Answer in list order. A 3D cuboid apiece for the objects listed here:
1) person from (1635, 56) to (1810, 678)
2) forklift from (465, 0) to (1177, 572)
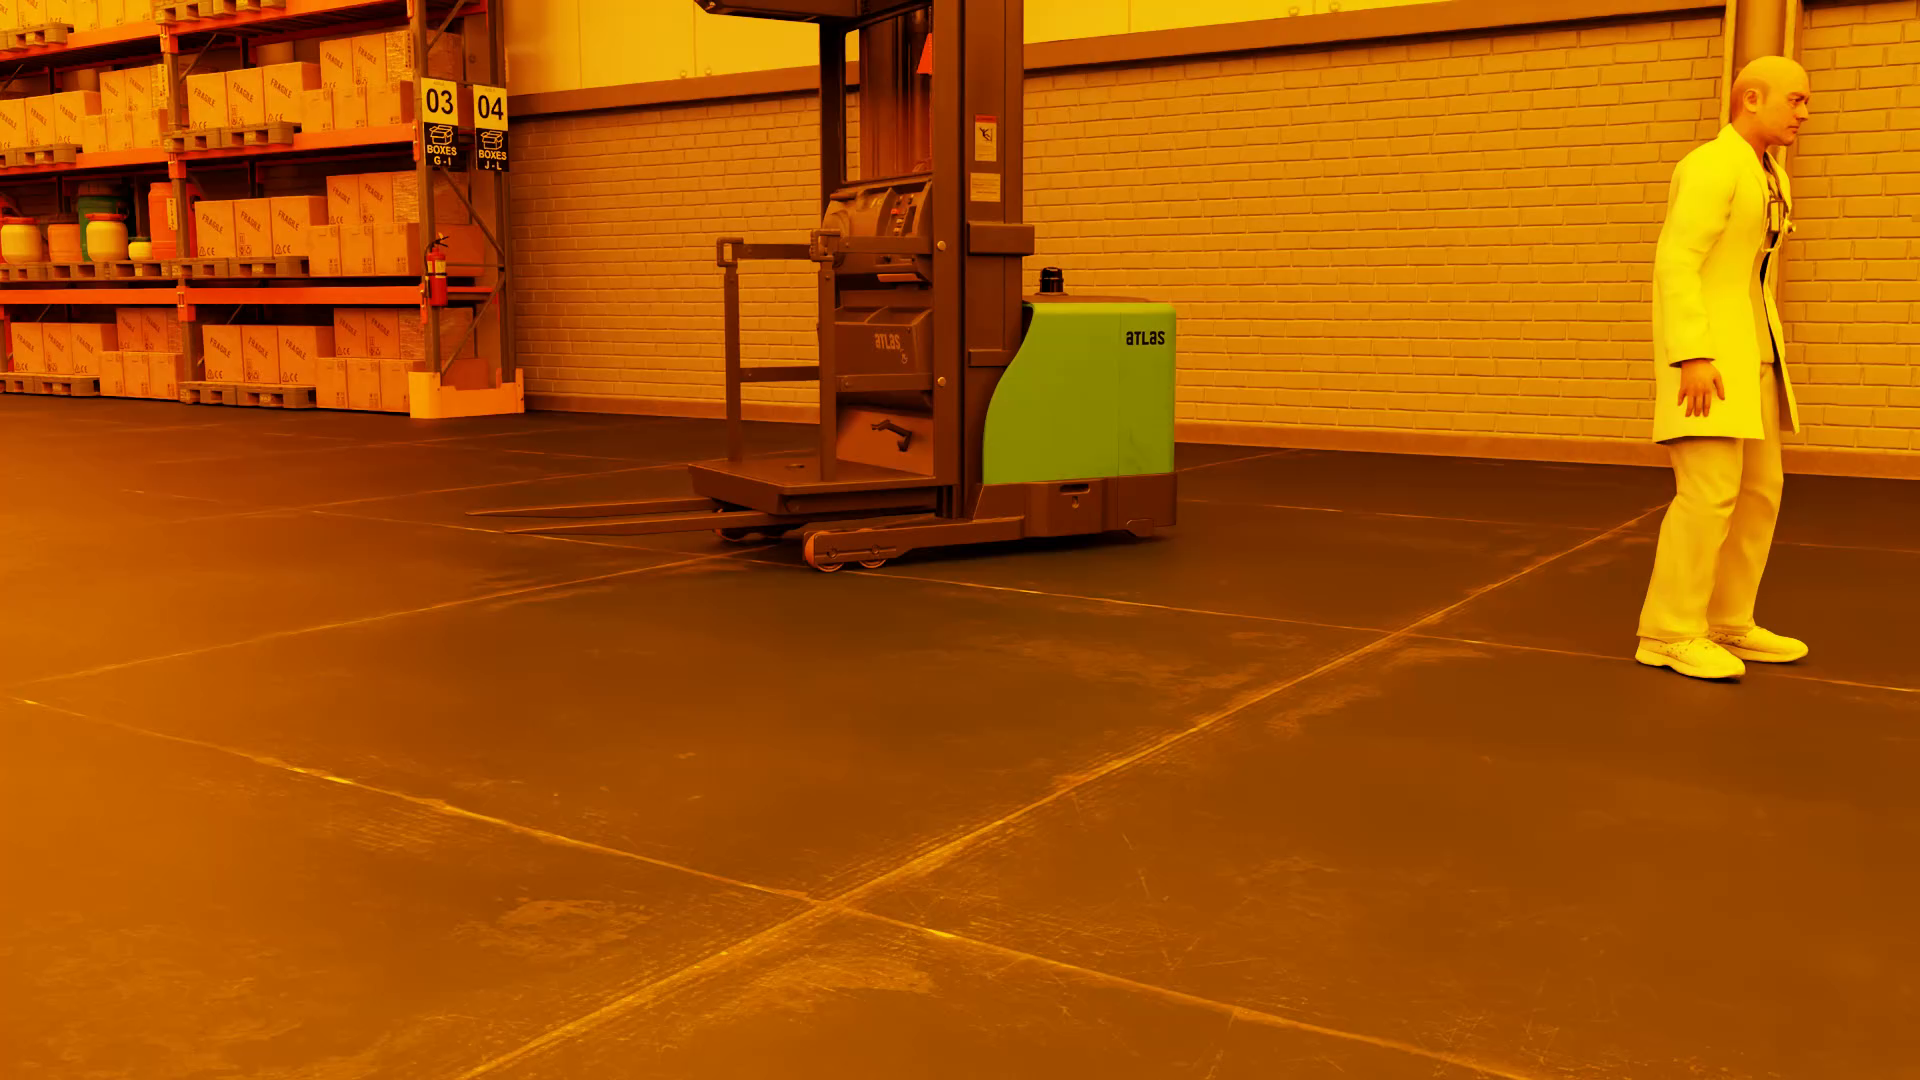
[{"bbox_3d":[2.274,-0.512,4.907,0.643,1.772,0.435,-7,11,-42],"label":"person"},{"bbox_3d":[-0.546,-1.407,7.087,3.031,2.935,1.130,-5,9,-30],"label":"forklift"}]
